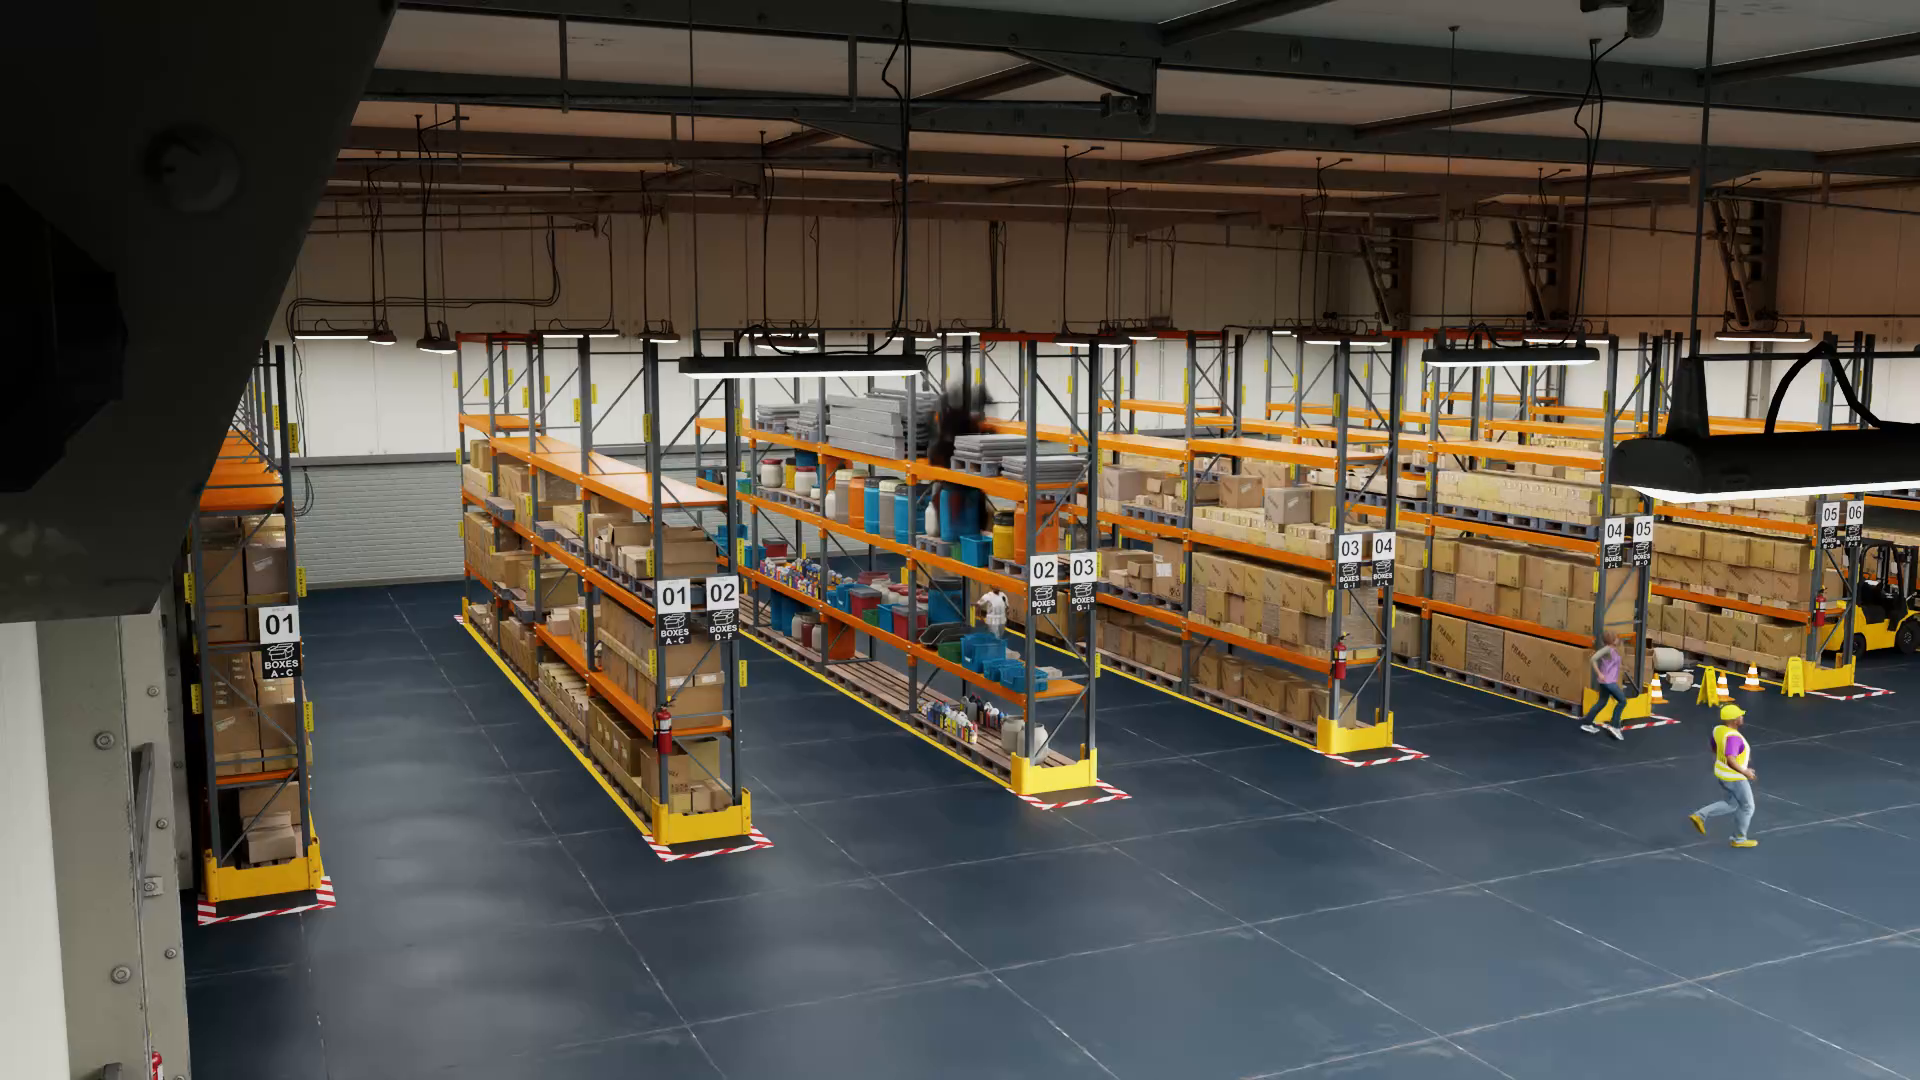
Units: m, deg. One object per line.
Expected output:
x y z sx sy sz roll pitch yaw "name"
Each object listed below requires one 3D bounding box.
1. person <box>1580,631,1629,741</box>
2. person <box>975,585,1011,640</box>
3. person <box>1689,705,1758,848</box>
9.736 2.144 25.087 0.648 1.555 0.546 3 8 22 "person"
0.619 1.527 29.472 0.549 1.755 0.781 -6 9 -35 "person"
9.165 2.815 19.826 0.770 1.729 0.709 0 8 2 "person"
